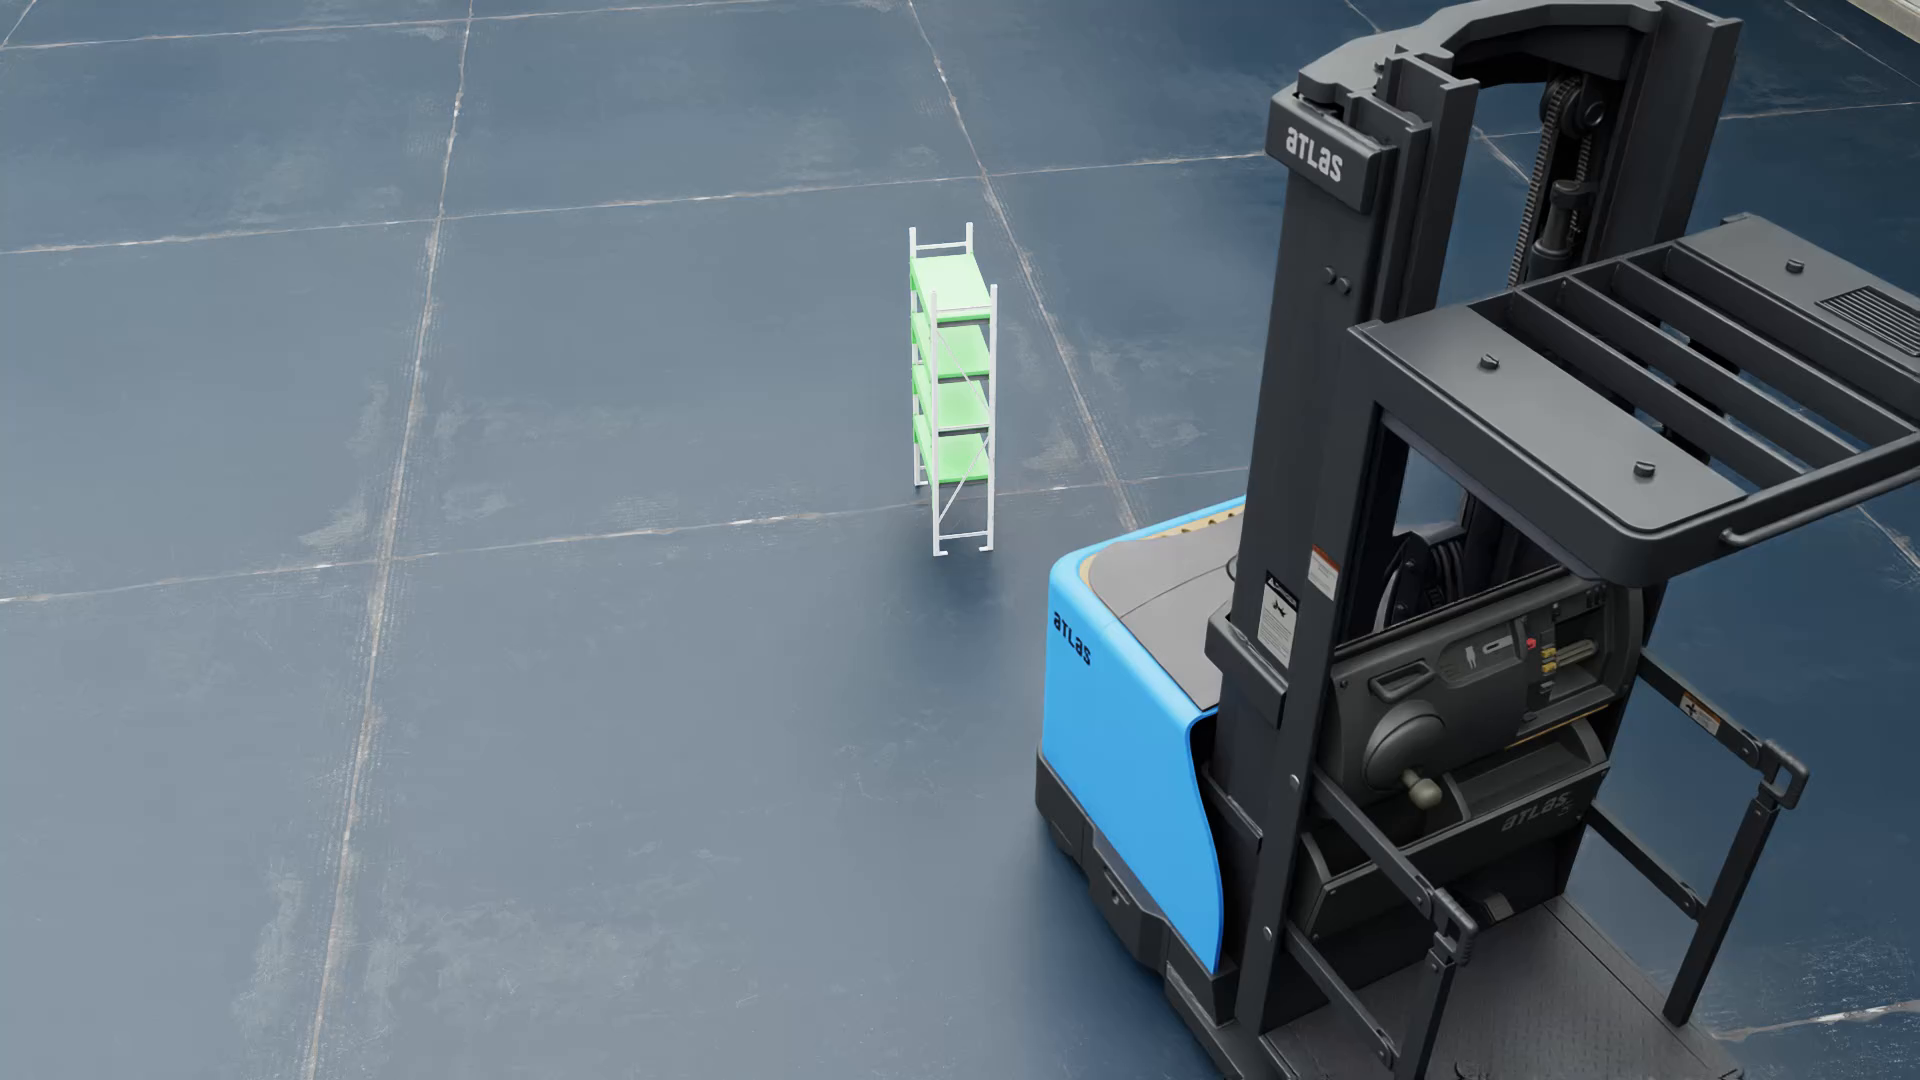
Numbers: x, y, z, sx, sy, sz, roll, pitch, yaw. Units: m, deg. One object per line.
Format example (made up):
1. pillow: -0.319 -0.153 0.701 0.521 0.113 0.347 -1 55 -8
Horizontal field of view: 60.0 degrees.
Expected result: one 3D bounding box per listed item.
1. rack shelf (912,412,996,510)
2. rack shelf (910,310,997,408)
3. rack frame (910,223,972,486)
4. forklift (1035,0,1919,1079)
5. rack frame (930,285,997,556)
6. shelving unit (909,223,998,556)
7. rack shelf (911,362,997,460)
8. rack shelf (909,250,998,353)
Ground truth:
1. rack shelf: -0.029 -0.334 6.697 0.258 0.148 0.480 -6 38 -8
2. rack shelf: -0.029 -0.713 6.403 0.258 0.148 0.480 -6 38 -8
3. rack frame: -0.072 -0.721 6.700 0.240 1.200 0.015 -6 38 -8
4. forklift: 1.371 0.414 3.828 1.130 2.935 3.031 -18 41 -21
5. rack frame: 0.014 -0.426 6.321 0.240 1.200 0.015 -6 38 -8
6. shelving unit: -0.029 -0.574 6.511 0.258 1.200 0.503 -6 38 -8
7. rack shelf: -0.029 -0.523 6.550 0.258 0.148 0.480 -6 38 -8
8. rack shelf: -0.029 -0.902 6.255 0.258 0.148 0.480 -6 38 -8
